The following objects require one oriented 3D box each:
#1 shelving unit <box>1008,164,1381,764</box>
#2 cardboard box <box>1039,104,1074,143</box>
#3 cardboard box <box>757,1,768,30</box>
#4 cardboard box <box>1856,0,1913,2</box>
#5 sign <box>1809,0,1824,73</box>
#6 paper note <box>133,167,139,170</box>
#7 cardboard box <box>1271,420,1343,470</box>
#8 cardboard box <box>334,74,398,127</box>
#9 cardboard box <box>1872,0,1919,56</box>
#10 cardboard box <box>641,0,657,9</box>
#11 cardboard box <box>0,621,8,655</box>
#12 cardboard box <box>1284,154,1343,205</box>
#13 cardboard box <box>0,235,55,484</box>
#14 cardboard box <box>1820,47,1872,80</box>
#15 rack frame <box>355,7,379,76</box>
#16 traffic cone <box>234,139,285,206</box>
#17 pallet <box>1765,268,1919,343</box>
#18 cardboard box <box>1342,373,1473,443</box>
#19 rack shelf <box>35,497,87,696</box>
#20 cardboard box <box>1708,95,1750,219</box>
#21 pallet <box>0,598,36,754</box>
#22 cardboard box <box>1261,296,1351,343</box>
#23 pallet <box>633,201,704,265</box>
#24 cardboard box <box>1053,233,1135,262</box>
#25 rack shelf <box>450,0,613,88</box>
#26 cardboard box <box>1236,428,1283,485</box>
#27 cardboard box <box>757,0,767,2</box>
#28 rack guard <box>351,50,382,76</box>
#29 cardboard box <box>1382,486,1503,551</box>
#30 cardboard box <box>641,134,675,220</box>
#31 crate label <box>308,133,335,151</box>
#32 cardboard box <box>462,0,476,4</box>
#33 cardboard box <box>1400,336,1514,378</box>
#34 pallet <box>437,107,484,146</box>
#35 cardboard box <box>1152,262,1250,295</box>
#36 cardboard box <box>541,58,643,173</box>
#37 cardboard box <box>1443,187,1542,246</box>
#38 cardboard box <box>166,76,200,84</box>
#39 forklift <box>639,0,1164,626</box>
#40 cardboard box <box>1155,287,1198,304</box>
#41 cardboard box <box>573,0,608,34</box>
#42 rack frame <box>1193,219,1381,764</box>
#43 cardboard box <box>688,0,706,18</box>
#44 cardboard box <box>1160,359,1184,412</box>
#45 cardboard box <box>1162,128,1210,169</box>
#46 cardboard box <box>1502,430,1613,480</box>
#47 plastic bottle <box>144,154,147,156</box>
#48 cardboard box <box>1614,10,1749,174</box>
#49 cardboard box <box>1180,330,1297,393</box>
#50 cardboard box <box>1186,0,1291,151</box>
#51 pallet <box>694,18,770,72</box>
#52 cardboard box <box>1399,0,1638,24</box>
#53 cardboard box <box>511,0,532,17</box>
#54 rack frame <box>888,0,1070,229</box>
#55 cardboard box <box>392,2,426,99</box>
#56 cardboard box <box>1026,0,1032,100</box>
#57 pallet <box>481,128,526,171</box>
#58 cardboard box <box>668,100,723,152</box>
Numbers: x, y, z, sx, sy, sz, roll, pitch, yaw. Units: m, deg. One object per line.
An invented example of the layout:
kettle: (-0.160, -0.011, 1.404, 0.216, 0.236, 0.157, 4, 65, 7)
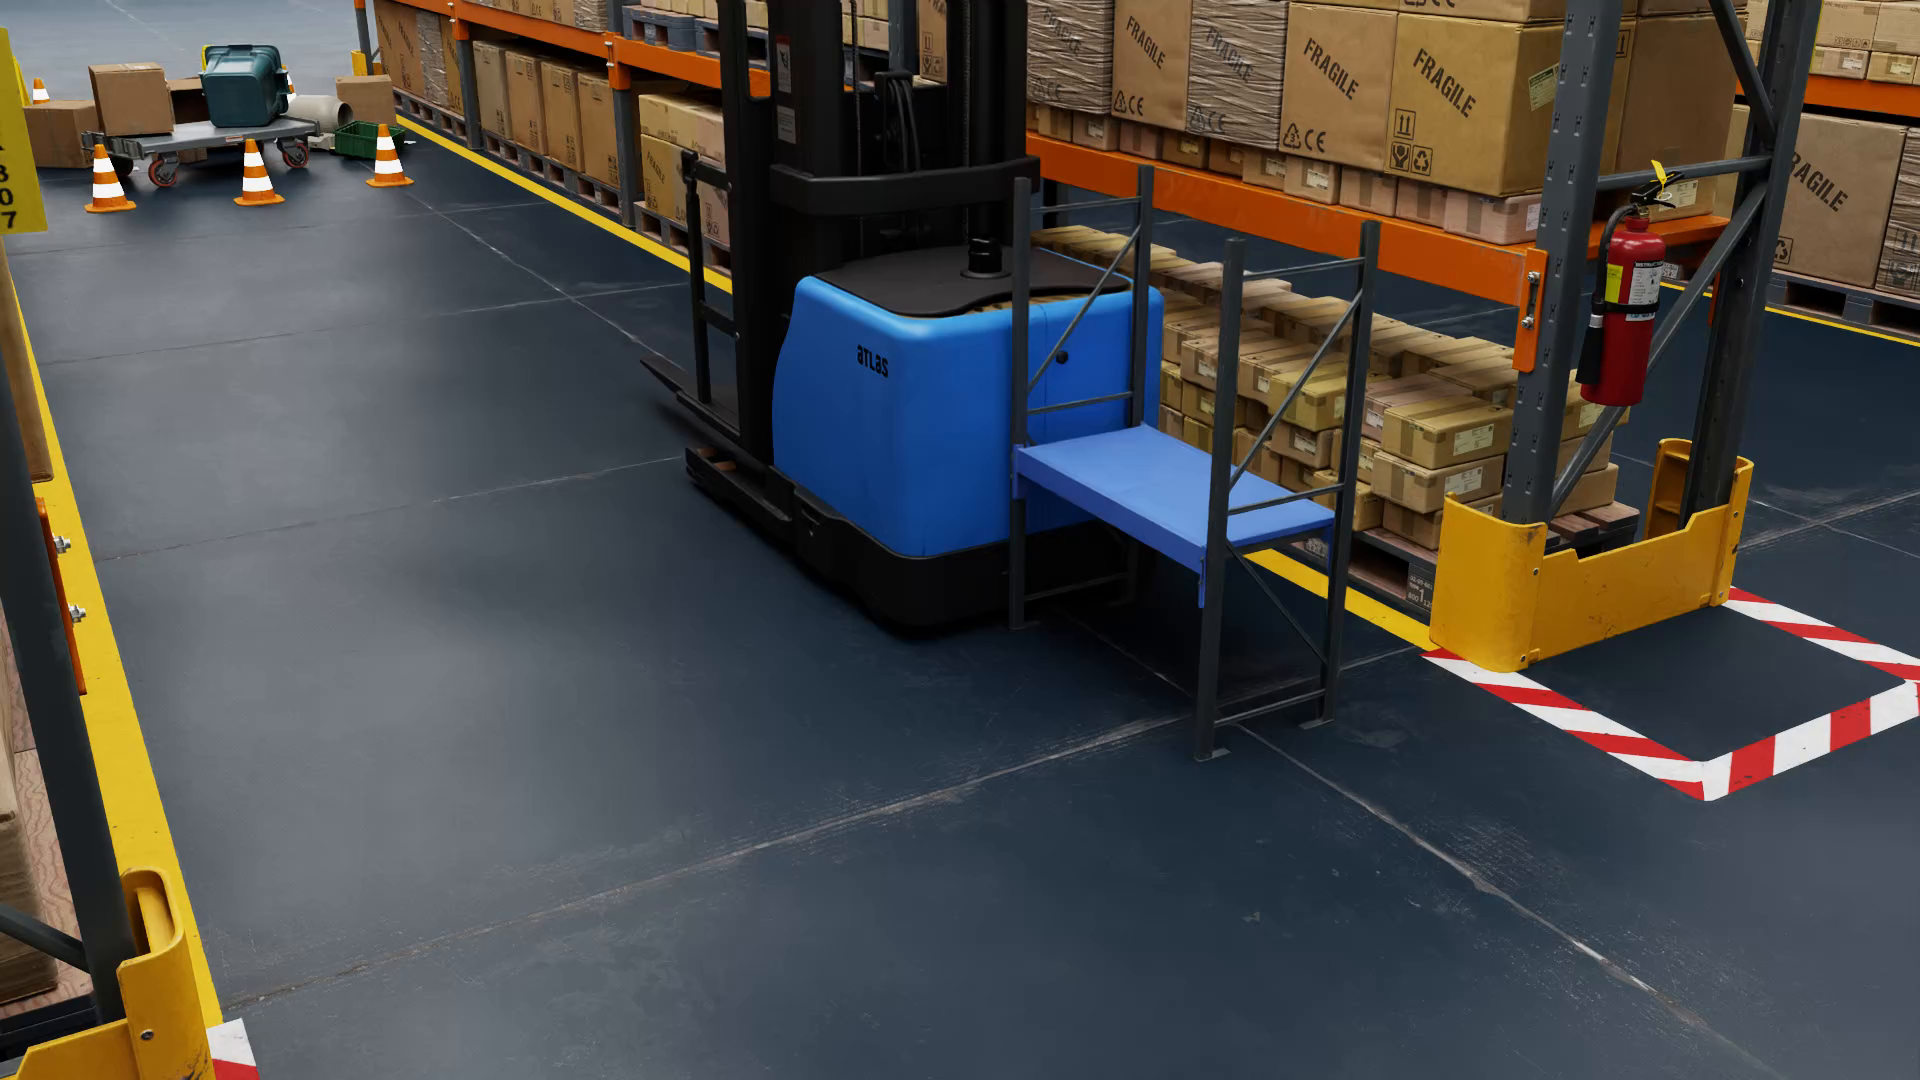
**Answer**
shelving unit: (0.640, -0.273, 4.992, 0.538, 1.500, 1.048, -12, 25, -27)
cardboard box: (0.561, -1.796, 7.081, 0.380, 0.149, 0.250, -12, 25, -27)
cardboard box: (-0.928, -2.986, 9.450, 0.380, 0.149, 0.250, -11, 25, -26)
cardboard box: (4.969, -3.201, 9.010, 0.500, 0.500, 0.500, -14, 26, -30)
sign: (2.623, -1.607, 5.131, 0.100, 0.325, 0.005, -13, 25, -28)
paper note: (-6.981, -3.125, 13.960, 0.148, 0.019, 0.142, -13, 25, -28)
cardboard box: (1.375, -0.397, 6.137, 0.380, 0.149, 0.250, -14, 26, -30)
cardboard box: (-5.648, -4.134, 15.815, 0.500, 0.500, 0.500, -8, 23, -19)
cardboard box: (5.208, -2.694, 8.759, 0.500, 0.250, 0.500, -13, 25, -28)
cardboard box: (-1.875, -3.586, 10.925, 0.380, 0.149, 0.250, -13, 25, -29)
cardboard box: (-3.404, 0.095, 4.940, 0.875, 0.438, 0.875, -13, 26, -30)
cardboard box: (1.361, -1.280, 5.811, 0.380, 0.149, 0.250, -12, 25, -27)
cardboard box: (-2.045, -0.373, 3.114, 0.500, 0.500, 0.500, -13, 25, -29)
cardboard box: (4.957, -2.622, 9.112, 0.380, 0.149, 0.250, -12, 25, -28)
rack frame: (-6.016, -6.281, 17.780, 1.000, 3.000, 0.127, -13, 25, -28)
traffic cone: (-5.332, -2.792, 12.566, 0.336, 0.463, 0.334, -13, 25, -28)
pallet: (5.378, -1.369, 9.399, 1.003, 0.211, 1.213, -13, 25, -28)
cardboard box: (1.590, -0.466, 5.912, 0.380, 0.149, 0.250, -12, 25, -27)
rack shelf: (-3.069, -0.431, 4.343, 1.077, 0.370, 4.000, -13, 25, -28)
cardboard box: (4.698, -2.299, 10.247, 0.875, 0.875, 0.875, -13, 25, -28)
pallet: (-3.142, 0.537, 4.710, 1.003, 0.211, 1.213, -13, 25, -28)
cardboard box: (1.492, -0.908, 7.000, 0.380, 0.149, 0.250, -12, 25, -27)
pallet: (-1.532, -2.146, 11.311, 1.003, 0.211, 1.213, -13, 25, -28)
cardboard box: (0.684, -1.405, 8.224, 0.380, 0.149, 0.250, -12, 25, -28)
rack shelf: (-2.951, -4.005, 13.137, 1.077, 0.370, 4.000, -13, 25, -28)
cardboard box: (1.292, -0.349, 6.414, 0.380, 0.149, 0.250, -12, 25, -28)
cardboard box: (-0.936, -3.129, 9.407, 0.380, 0.149, 0.250, -12, 25, -28)
rack guard: (-6.028, -5.130, 18.270, 1.175, 0.500, 0.348, -13, 25, -28)
cardboard box: (1.709, -0.105, 5.816, 0.380, 0.149, 0.250, -12, 25, -27)
cardboard box: (-1.788, -2.450, 11.116, 0.500, 0.500, 0.500, -14, 26, -30)
crate label: (-5.692, -3.568, 14.908, 0.250, 0.136, 0.298, 8, 23, 18)
cardboard box: (-3.936, -4.810, 14.029, 0.500, 0.500, 0.500, -12, 25, -28)
cardboard box: (1.919, -0.658, 6.385, 0.380, 0.149, 0.250, -13, 25, -28)
pallet: (-4.294, -3.955, 15.762, 1.003, 0.211, 1.213, -13, 25, -28)
cardboard box: (1.100, -1.157, 7.613, 0.380, 0.149, 0.250, -14, 26, -31)
cardboard box: (-2.613, -3.340, 12.975, 1.050, 0.750, 0.750, -12, 25, -27)
cardboard box: (1.747, -1.036, 5.211, 0.380, 0.149, 0.250, -13, 25, -28)
cardboard box: (-7.146, -4.058, 15.626, 0.637, 0.503, 0.797, 8, 23, 18)
forklift: (-0.471, -1.588, 6.325, 1.130, 2.935, 3.031, -12, 25, -27)
cardboard box: (0.796, -0.971, 7.155, 0.380, 0.149, 0.250, -14, 26, -30)
cardboard box: (-2.391, -3.831, 11.622, 0.500, 0.500, 0.500, -13, 25, -28)
rack frame: (0.893, -0.107, 4.584, 0.500, 1.500, 0.032, -12, 25, -27)
cardboard box: (-1.460, -3.324, 10.282, 0.380, 0.149, 0.250, -11, 25, -26)
cardboard box: (0.984, -0.649, 6.757, 0.380, 0.149, 0.250, -11, 25, -26)
cardboard box: (1.016, -1.553, 6.482, 0.380, 0.149, 0.250, -12, 25, -27)
cardboard box: (2.110, -0.332, 5.978, 0.380, 0.149, 0.250, -11, 25, -26)
plastic bottle: (-7.224, -3.418, 14.640, 0.133, 0.061, 0.283, -8, 23, -19)
cardboard box: (2.165, -1.484, 5.451, 0.500, 0.500, 0.500, -11, 25, -26)
cardboard box: (1.085, -0.697, 6.482, 0.380, 0.149, 0.250, -12, 25, -26)
cardboard box: (1.180, -1.711, 6.011, 0.500, 0.500, 0.500, -13, 25, -28)
pallet: (-0.883, -2.969, 9.888, 1.003, 0.211, 1.213, -13, 25, -28)
cardboard box: (1.709, -1.849, 5.021, 0.500, 0.500, 0.500, -13, 26, -29)
cardboard box: (-3.165, -4.320, 12.824, 0.500, 0.500, 0.500, -12, 25, -27)
rack frame: (0.114, -2.396, 8.223, 1.000, 3.000, 0.127, -13, 25, -28)
cardboard box: (-5.162, -5.000, 16.892, 0.875, 0.875, 0.875, -13, 26, -29)
cardboard box: (0.409, -2.213, 7.244, 0.500, 0.500, 0.500, -13, 25, -28)
pallet: (-3.514, -3.459, 14.541, 1.003, 0.211, 1.213, -13, 25, -28)
cardboard box: (-1.526, -2.641, 10.592, 0.500, 0.250, 0.500, -13, 25, -29)
